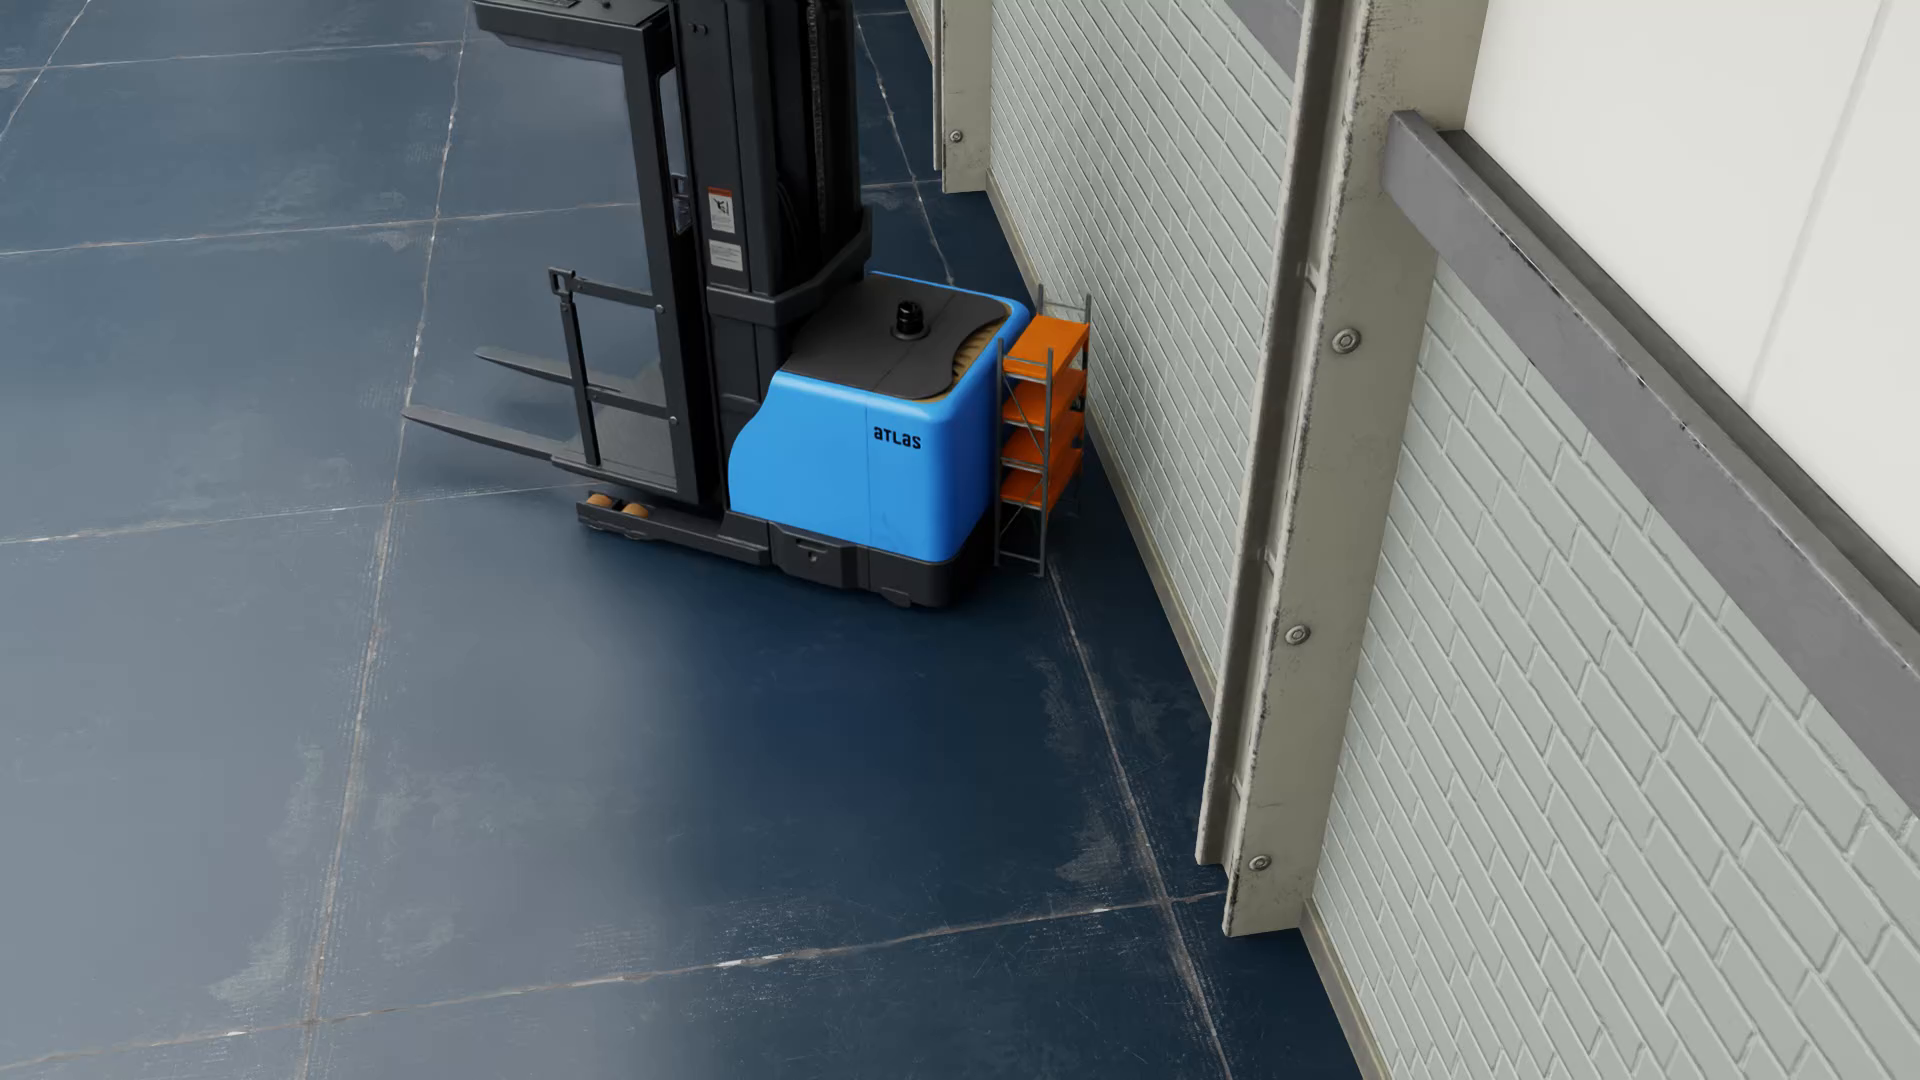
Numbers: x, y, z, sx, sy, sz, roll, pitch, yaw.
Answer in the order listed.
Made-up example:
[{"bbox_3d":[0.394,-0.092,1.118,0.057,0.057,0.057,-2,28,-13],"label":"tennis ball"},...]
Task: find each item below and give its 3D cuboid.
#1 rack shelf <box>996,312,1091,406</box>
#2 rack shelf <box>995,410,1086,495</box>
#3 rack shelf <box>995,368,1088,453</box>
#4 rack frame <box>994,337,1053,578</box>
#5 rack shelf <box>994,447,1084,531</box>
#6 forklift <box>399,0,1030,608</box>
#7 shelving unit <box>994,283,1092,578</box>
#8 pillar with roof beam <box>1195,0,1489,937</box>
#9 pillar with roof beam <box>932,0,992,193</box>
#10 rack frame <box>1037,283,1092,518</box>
[{"bbox_3d":[0.361,-0.782,7.139,0.258,0.148,0.480,14,40,17],"label":"rack shelf"},{"bbox_3d":[0.361,-0.419,7.421,0.258,0.148,0.480,14,40,17],"label":"rack shelf"},{"bbox_3d":[0.361,-0.596,7.284,0.258,0.148,0.480,14,40,17],"label":"rack shelf"},{"bbox_3d":[0.269,-0.333,7.201,0.240,1.200,0.015,14,40,17],"label":"rack frame"},{"bbox_3d":[0.361,-0.262,7.543,0.258,0.148,0.480,14,40,17],"label":"rack shelf"},{"bbox_3d":[-1.242,-1.442,7.217,3.031,2.935,1.130,14,40,18],"label":"forklift"},{"bbox_3d":[0.361,-0.472,7.380,0.258,1.200,0.503,14,40,17],"label":"shelving unit"},{"bbox_3d":[-3.173,-1.810,2.745,9.100,9.000,0.400,-6,38,-8],"label":"pillar with roof beam"},{"bbox_3d":[-4.225,-5.434,7.410,9.100,9.000,0.400,-6,38,-8],"label":"pillar with roof beam"},{"bbox_3d":[0.453,-0.611,7.558,0.240,1.200,0.015,14,40,17],"label":"rack frame"}]
